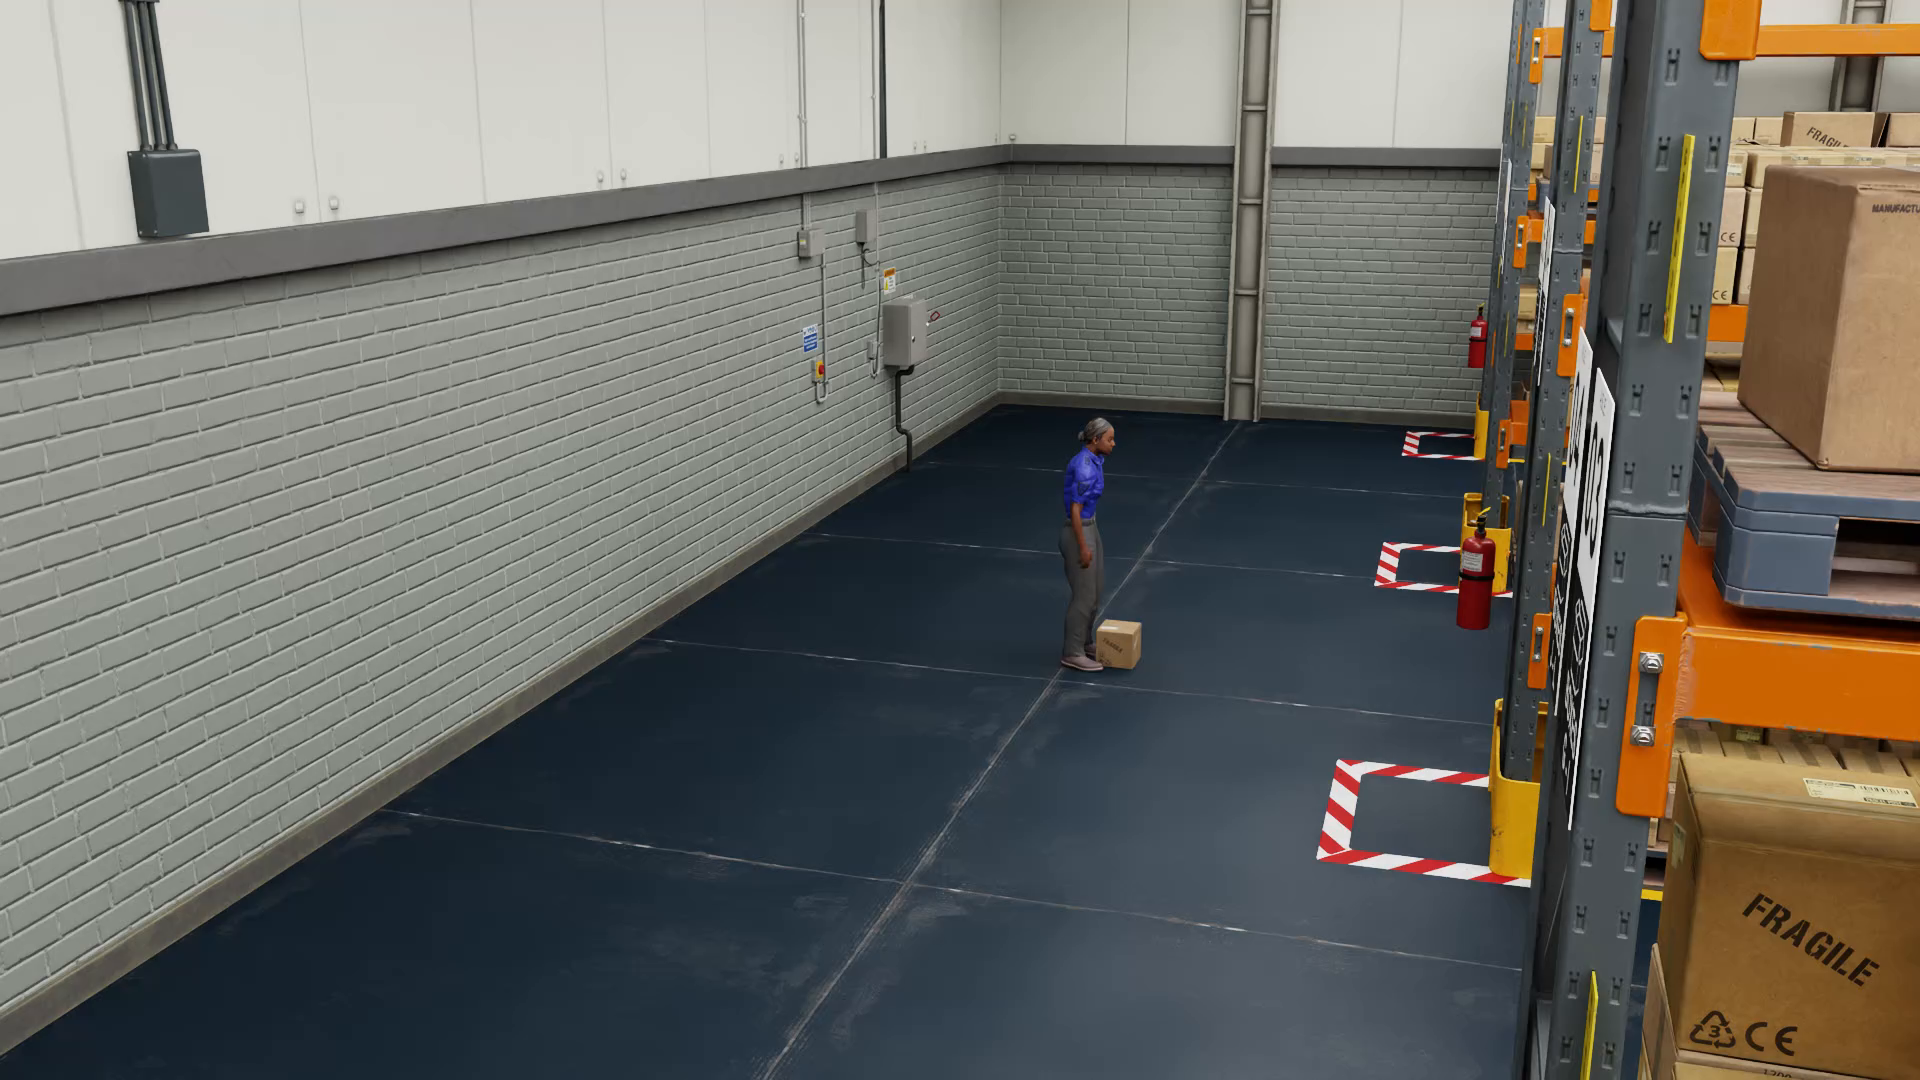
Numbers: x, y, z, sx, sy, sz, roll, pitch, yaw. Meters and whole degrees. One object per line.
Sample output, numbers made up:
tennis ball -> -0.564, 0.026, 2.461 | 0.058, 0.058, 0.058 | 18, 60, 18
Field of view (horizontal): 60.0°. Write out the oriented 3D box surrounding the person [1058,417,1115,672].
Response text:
person -> 0.835, 0.007, 11.005 | 0.351, 1.653, 0.524 | 4, 16, 13
